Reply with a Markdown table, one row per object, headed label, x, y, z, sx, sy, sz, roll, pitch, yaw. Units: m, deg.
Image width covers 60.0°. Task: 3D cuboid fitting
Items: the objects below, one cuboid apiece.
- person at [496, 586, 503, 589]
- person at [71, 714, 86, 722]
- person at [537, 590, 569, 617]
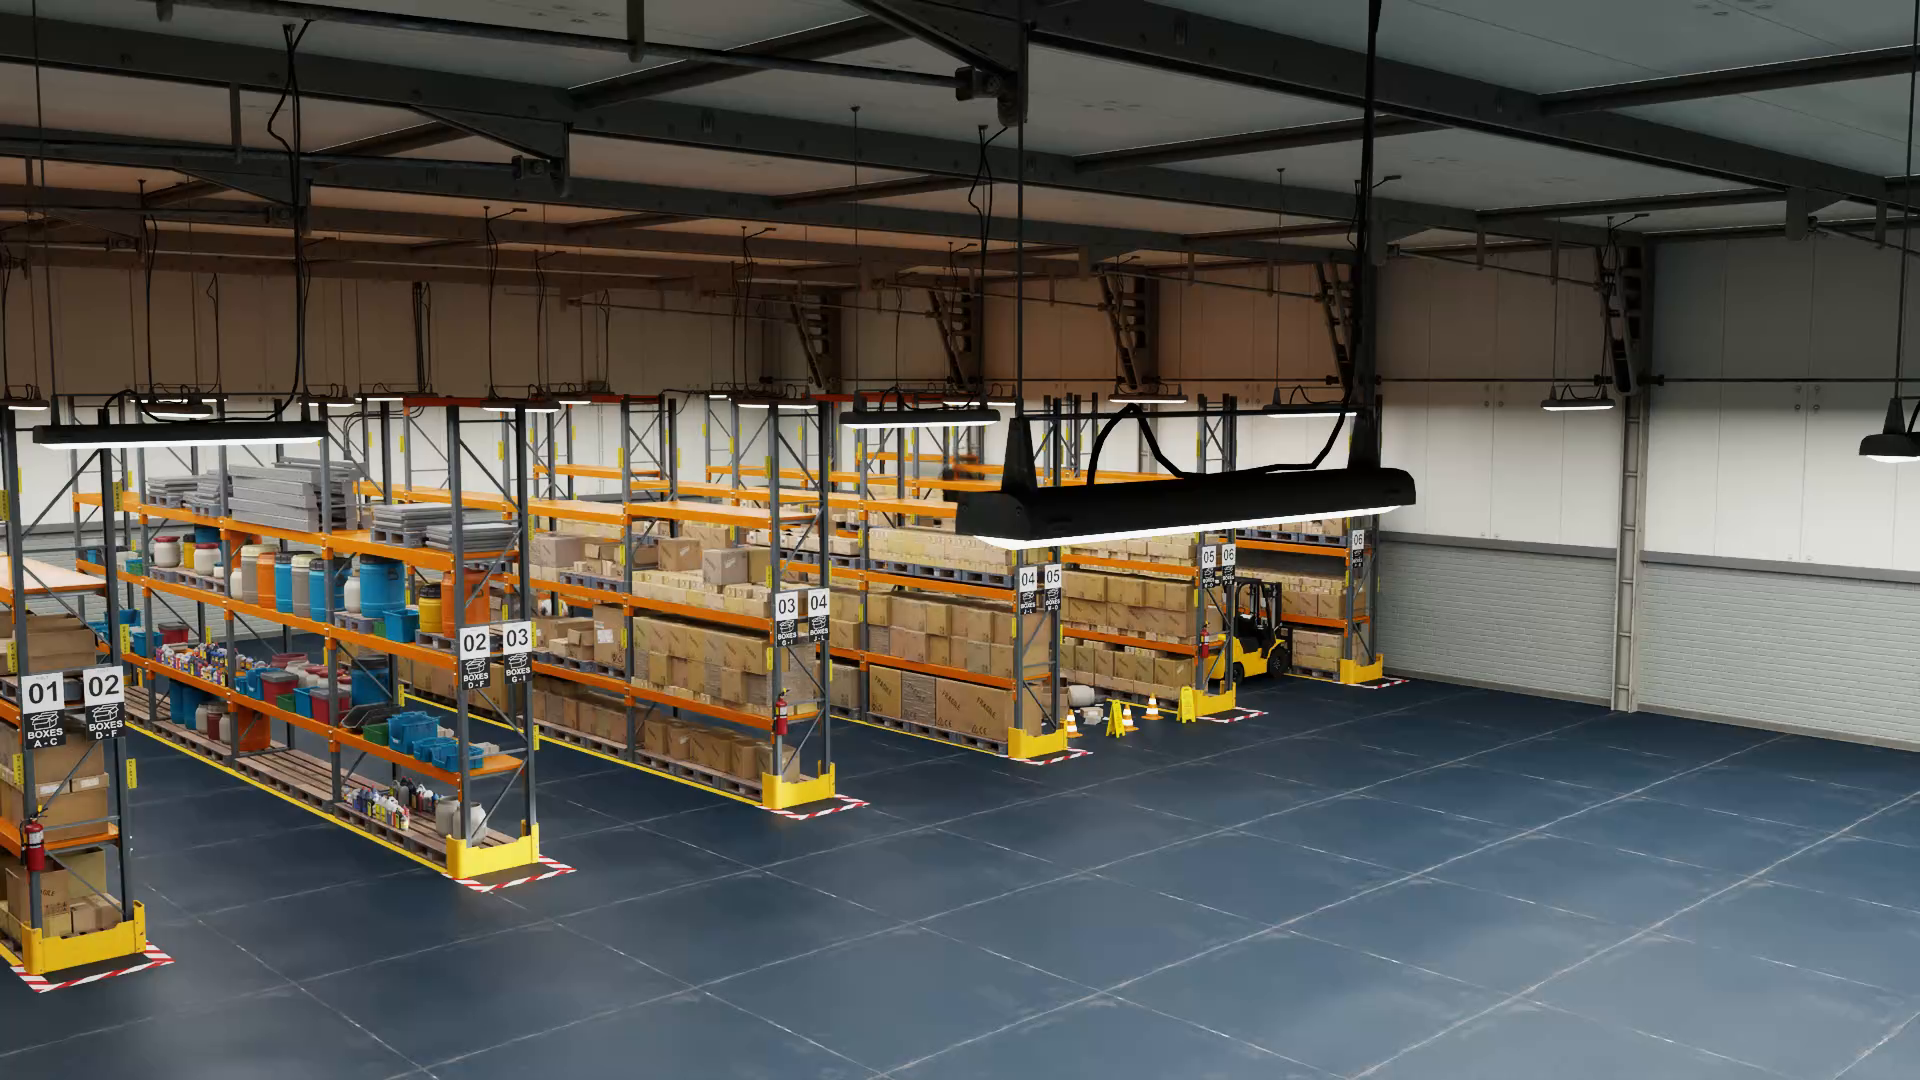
| label | x | y | z | sx | sy | sz | roll | pitch | yaw |
| --- | --- | --- | --- | --- | --- | --- | --- | --- | --- |
| person | -10.762 | 1.835 | 38.335 | 0.664 | 1.572 | 0.648 | -3 | 6 | -30 |
| person | -14.030 | 2.941 | 26.560 | 0.599 | 1.654 | 0.606 | 4 | 7 | 38 |
| person | -8.884 | 1.927 | 36.484 | 0.641 | 1.811 | 0.912 | -4 | 7 | -37 |
